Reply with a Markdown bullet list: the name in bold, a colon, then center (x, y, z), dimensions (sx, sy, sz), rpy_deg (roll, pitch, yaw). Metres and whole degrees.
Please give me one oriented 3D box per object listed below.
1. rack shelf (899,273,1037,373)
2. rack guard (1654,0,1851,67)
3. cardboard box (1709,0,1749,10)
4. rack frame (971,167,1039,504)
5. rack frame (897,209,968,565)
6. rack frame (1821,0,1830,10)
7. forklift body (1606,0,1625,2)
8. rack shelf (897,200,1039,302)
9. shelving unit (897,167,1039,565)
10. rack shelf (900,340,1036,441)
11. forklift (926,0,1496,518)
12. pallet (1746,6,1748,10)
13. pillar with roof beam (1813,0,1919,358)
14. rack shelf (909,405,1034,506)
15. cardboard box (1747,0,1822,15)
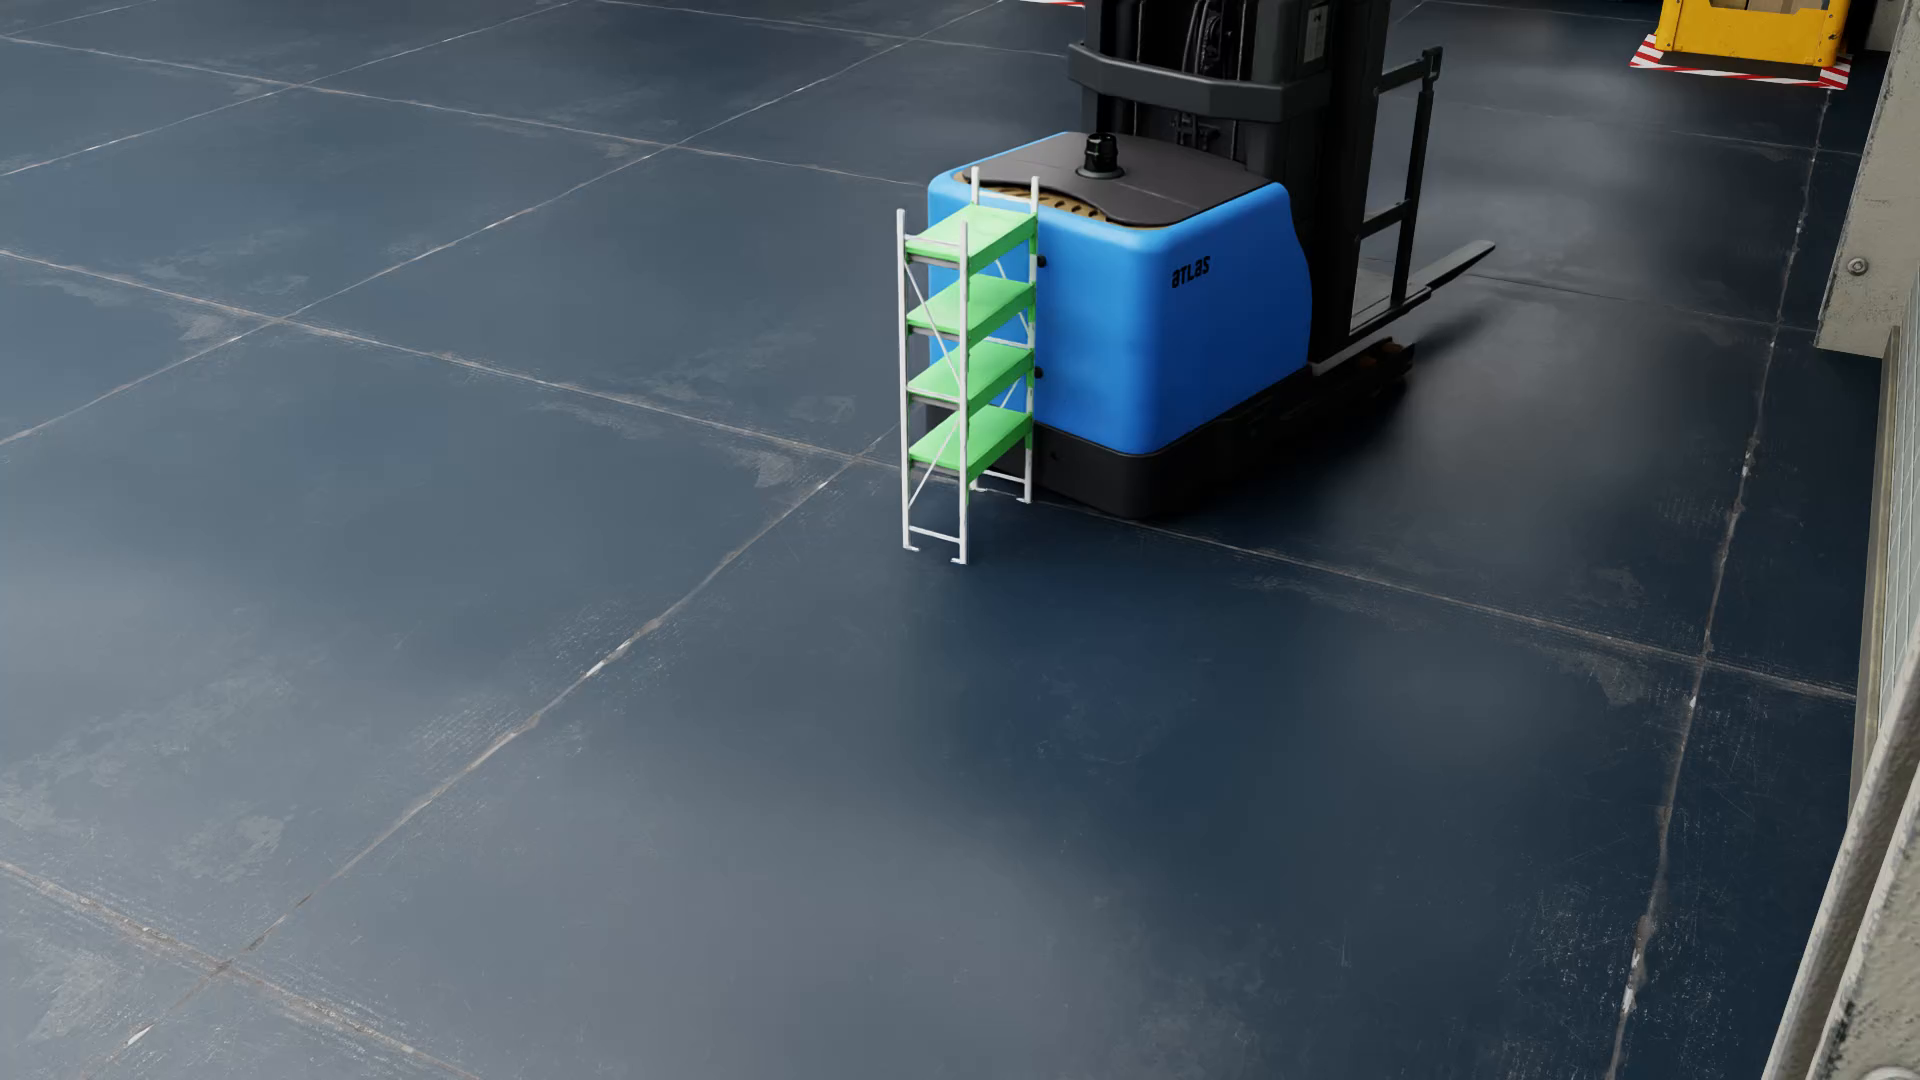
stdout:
- **rack shelf**: center (0.032, -0.726, 5.456), dimensions (0.258, 0.148, 0.480), rpy_deg (15, 33, 24)
- **rack guard**: center (5.530, -3.652, 11.608), dimensions (1.175, 0.500, 0.348), rpy_deg (14, 33, 23)
- **cardboard box**: center (5.473, -4.016, 12.072), dimensions (0.500, 0.250, 0.500), rpy_deg (15, 33, 24)
- **rack frame**: center (0.148, -0.680, 5.730), dimensions (0.240, 1.200, 0.015), rpy_deg (15, 33, 24)
- **rack frame**: center (-0.085, -0.467, 5.358), dimensions (0.240, 1.200, 0.015), rpy_deg (15, 33, 24)
- **rack frame**: center (5.541, -4.747, 11.004), dimensions (1.000, 3.000, 0.127), rpy_deg (14, 33, 23)
- **forklift body**: center (4.780, -5.633, 13.400), dimensions (2.313, 2.155, 1.214), rpy_deg (14, 33, 23)
- **rack shelf**: center (0.032, -0.934, 5.337), dimensions (0.258, 0.148, 0.480), rpy_deg (15, 33, 24)
- **shelving unit**: center (0.032, -0.574, 5.544), dimensions (0.258, 1.200, 0.503), rpy_deg (15, 33, 24)
- **rack shelf**: center (0.032, -0.518, 5.576), dimensions (0.258, 0.148, 0.480), rpy_deg (15, 33, 24)
- **forklift**: center (1.226, -1.998, 6.286), dimensions (1.130, 2.935, 3.031), rpy_deg (24, 38, 35)
- **pallet**: center (5.852, -3.886, 12.305), dimensions (1.003, 0.211, 1.213), rpy_deg (14, 33, 23)
- **pillar with roof beam**: center (0.095, -5.769, 6.760), dimensions (9.100, 9.000, 0.400), rpy_deg (14, 33, 23)
- **rack shelf**: center (0.032, -0.310, 5.695), dimensions (0.258, 0.148, 0.480), rpy_deg (15, 33, 24)
- **cardboard box**: center (5.939, -3.910, 11.886), dimensions (0.500, 0.250, 0.500), rpy_deg (14, 33, 23)
